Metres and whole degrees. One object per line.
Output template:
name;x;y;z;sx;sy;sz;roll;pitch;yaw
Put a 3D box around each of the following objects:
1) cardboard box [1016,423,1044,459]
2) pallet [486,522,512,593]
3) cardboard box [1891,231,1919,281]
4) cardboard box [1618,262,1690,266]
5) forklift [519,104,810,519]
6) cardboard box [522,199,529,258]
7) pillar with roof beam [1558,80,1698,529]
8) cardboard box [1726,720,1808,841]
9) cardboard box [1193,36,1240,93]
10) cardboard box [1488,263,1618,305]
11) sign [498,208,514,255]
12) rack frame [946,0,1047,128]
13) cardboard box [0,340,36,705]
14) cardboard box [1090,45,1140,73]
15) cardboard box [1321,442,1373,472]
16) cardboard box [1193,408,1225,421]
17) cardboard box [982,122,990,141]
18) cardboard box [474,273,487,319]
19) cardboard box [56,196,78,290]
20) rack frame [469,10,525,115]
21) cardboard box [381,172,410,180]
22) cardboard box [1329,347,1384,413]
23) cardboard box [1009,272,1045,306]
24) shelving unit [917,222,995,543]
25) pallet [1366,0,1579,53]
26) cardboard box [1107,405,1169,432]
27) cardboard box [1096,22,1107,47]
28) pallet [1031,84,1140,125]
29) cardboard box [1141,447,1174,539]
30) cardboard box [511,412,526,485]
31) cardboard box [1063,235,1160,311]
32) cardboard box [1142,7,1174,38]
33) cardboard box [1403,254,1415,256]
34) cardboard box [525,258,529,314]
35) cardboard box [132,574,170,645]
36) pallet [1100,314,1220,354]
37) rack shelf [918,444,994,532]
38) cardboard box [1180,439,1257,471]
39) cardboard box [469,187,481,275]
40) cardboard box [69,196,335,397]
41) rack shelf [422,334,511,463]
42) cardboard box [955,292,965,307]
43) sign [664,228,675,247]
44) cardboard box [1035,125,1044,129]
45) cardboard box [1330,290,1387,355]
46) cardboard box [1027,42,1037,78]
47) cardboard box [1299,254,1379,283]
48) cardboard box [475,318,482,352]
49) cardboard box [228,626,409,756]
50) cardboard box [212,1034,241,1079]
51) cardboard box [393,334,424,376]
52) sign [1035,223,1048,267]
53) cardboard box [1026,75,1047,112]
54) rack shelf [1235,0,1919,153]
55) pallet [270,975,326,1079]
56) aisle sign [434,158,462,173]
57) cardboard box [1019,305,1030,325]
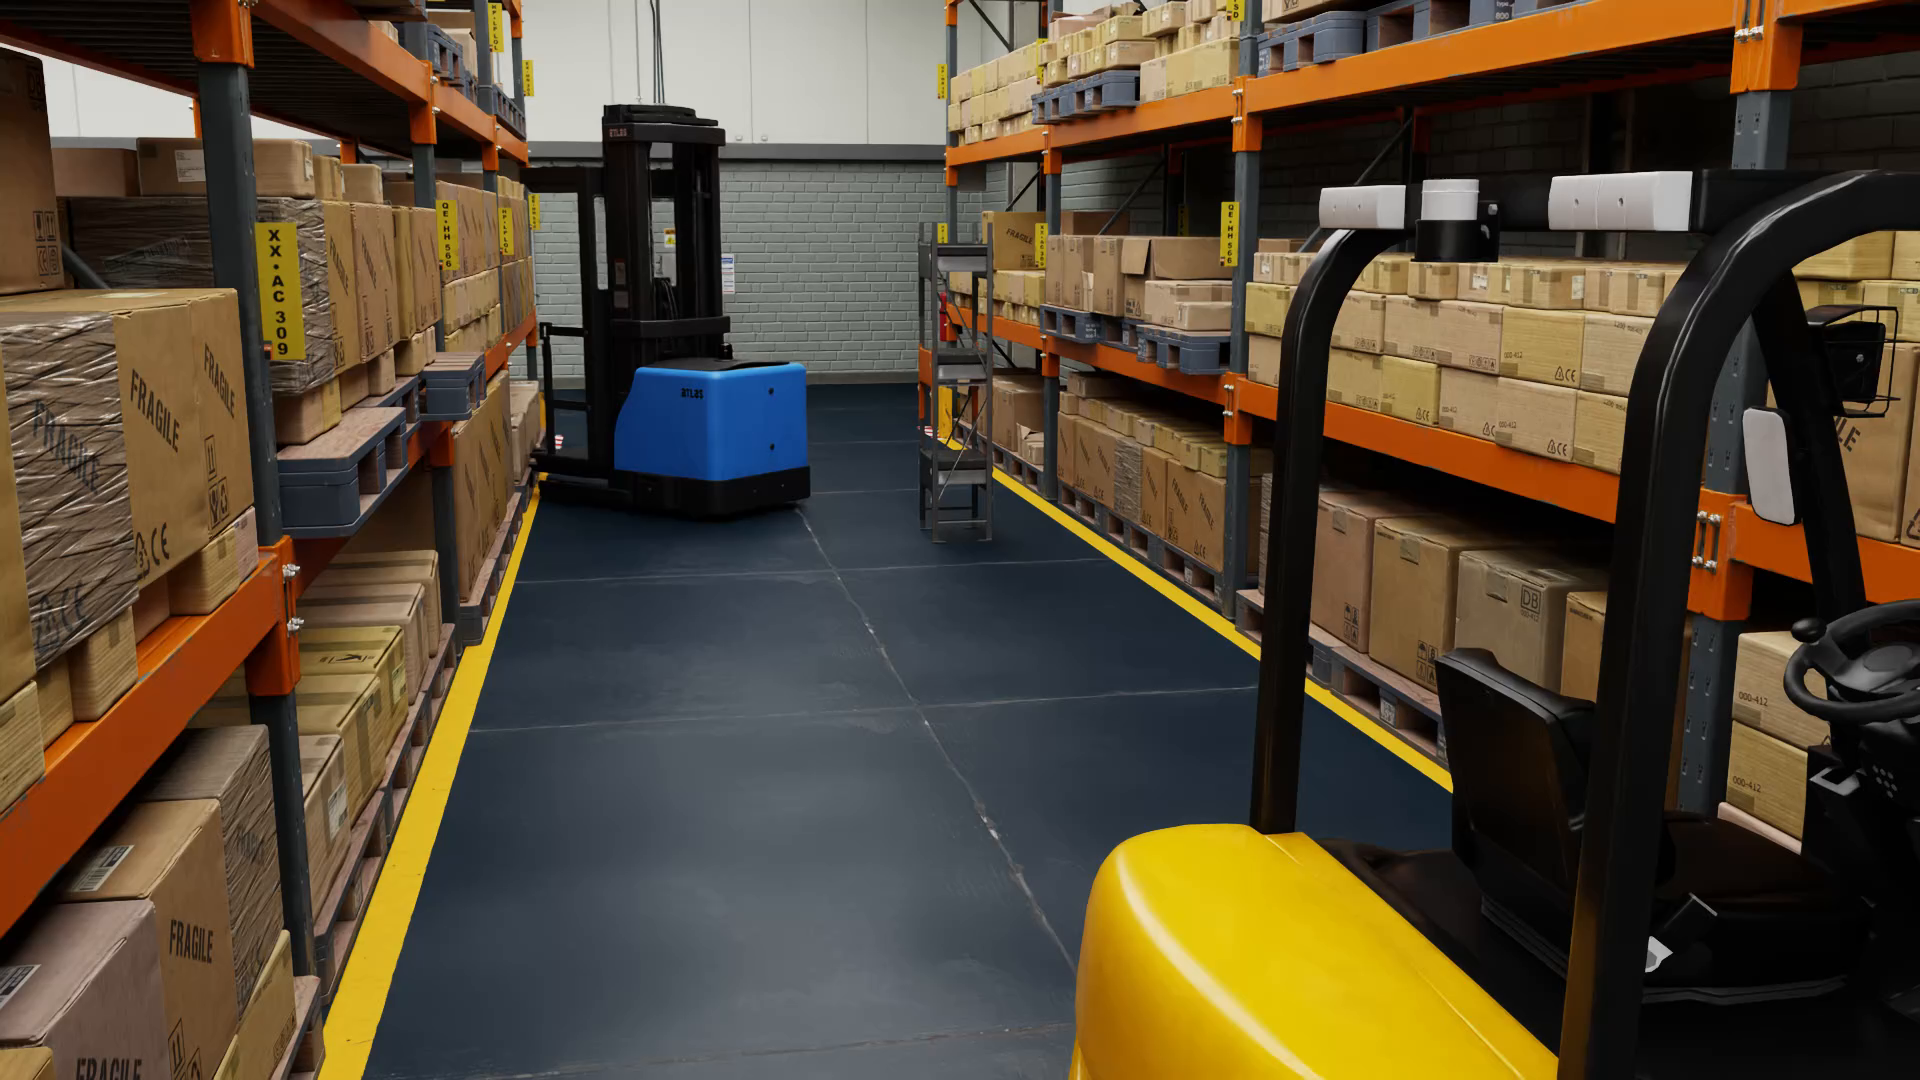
cardboard box;0.678;-0.820;13.669;0.396;0.266;0.258;-2;11;-9
pallet;-3.260;0.115;10.030;1.003;0.211;1.213;-2;11;-11
cardboard box;2.627;-0.733;4.226;0.380;0.149;0.250;-2;11;-10
cardboard box;2.700;-0.962;6.225;0.380;0.149;0.250;-2;11;-11
forklift;-2.616;-1.786;12.742;3.031;2.935;1.130;8;13;35
cardboard box;-4.045;-2.718;14.511;0.500;0.500;0.500;-2;11;-11
pillar with roof beam;-1.164;-3.650;6.306;9.100;9.000;0.400;-2;11;-11
cardboard box;2.491;0.667;4.565;0.500;0.250;0.500;-2;11;-11
cardboard box;1.584;-2.551;8.955;0.500;0.250;0.500;-2;11;-13
cardboard box;2.181;-0.942;6.120;0.380;0.149;0.250;-2;11;-12
sign;-3.194;-2.170;11.688;0.100;0.325;0.005;-2;11;-11
rack frame;0.366;-5.480;15.922;1.000;3.000;0.127;-2;11;-11
cardboard box;-1.522;0.009;2.063;0.500;0.500;0.500;-2;11;-12
cardboard box;1.053;-3.102;10.728;0.380;0.149;0.250;-2;11;-10
cardboard box;2.126;-0.470;9.470;0.380;0.149;0.250;-2;11;-8
cardboard box;1.792;-0.804;11.223;0.380;0.149;0.250;-2;11;-10
cardboard box;0.402;-3.532;14.378;0.380;0.149;0.250;-2;11;-11
cardboard box;-3.073;-1.439;9.797;0.500;0.250;0.500;-2;11;-10
cardboard box;-2.484;-0.629;4.292;0.500;0.500;0.500;-2;11;-12
rack frame;-4.502;-5.299;14.970;1.000;3.000;0.127;-2;11;-11
cardboard box;-4.097;-2.522;11.749;0.380;0.149;0.250;-2;11;-12
cardboard box;1.968;-0.715;7.333;0.500;0.250;0.500;-2;11;-13
cardboard box;0.693;-2.048;13.538;0.500;0.250;0.500;-2;11;-11
shelving unit;-0.032;-1.062;11.160;0.431;2.100;0.503;-2;11;-11
pallet;2.362;-2.120;6.797;1.003;0.211;1.213;-2;11;-8
cardboard box;1.222;-0.829;11.359;0.380;0.149;0.250;-2;11;-11
cardboard box;1.089;-3.247;10.695;0.380;0.149;0.250;-2;11;-11
pallet;1.202;-3.058;11.723;1.213;0.211;1.003;-2;11;-11
cardboard box;1.437;-0.302;10.323;0.500;0.500;0.500;-2;11;-9
cardboard box;-3.741;-0.685;12.502;0.875;0.438;0.875;-2;11;-12
cardboard box;1.119;-1.863;11.572;0.700;0.500;0.500;-2;11;-10
cardboard box;1.312;-3.098;9.967;0.380;0.149;0.250;-2;11;-11
cardboard box;2.334;-1.288;7.937;0.380;0.149;0.250;-2;11;-11
cardboard box;-4.066;-2.230;14.620;0.500;0.500;0.500;-2;11;-12
cardboard box;-1.778;0.117;3.234;0.380;0.149;0.250;-2;11;-11
pallet;1.539;-1.328;10.665;1.003;0.211;1.213;-2;11;-11
rack shelf;-0.032;-0.361;11.293;0.431;0.518;0.480;-2;11;-11
cardboard box;1.494;-0.493;9.592;0.380;0.149;0.250;-3;11;-14
cardboard box;-3.089;-1.803;9.705;0.500;0.500;0.500;-2;11;-10
cardboard box;-1.978;-0.649;4.397;0.500;0.500;0.500;-2;11;-10
rack shelf;-3.336;-0.898;9.816;1.077;0.370;4.000;-2;11;-11
cardboard box;0.160;-2.339;16.137;0.380;0.149;0.250;-2;11;-11
sign;-3.628;-3.876;21.332;0.339;0.242;0.001;-2;11;-11
cardboard box;0.784;-3.205;12.661;0.380;0.149;0.250;-2;11;-11
cardboard box;1.949;-0.959;7.276;0.500;0.250;0.500;-2;11;-12
cardboard box;0.809;-3.675;12.727;0.500;0.250;0.500;-2;11;-11
cardboard box;1.823;-1.269;7.840;0.380;0.149;0.250;-2;11;-9
cardboard box;-3.108;-1.190;9.828;0.500;0.250;0.500;-2;11;-11
cardboard box;-2.553;0.578;6.040;0.950;0.372;0.625;-2;11;-9
cardboard box;-1.677;1.189;3.156;0.500;0.250;0.500;-2;11;-13
cardboard box;-2.328;-0.728;6.550;0.380;0.149;0.250;-2;11;-10
sign;0.613;-2.204;12.436;0.100;0.325;0.005;-2;11;-11
cardboard box;0.804;-3.425;12.751;0.500;0.250;0.500;-2;11;-11
rack shelf;2.311;-1.819;6.633;1.077;0.370;4.000;-2;11;-11
pallet;-2.003;1.341;3.588;1.003;0.211;1.213;-2;11;-11
aisle sign;-4.801;-3.632;15.301;0.394;0.787;0.004;-2;11;-11
cardboard box;0.688;-1.819;13.403;0.380;0.149;0.250;-2;11;-10
